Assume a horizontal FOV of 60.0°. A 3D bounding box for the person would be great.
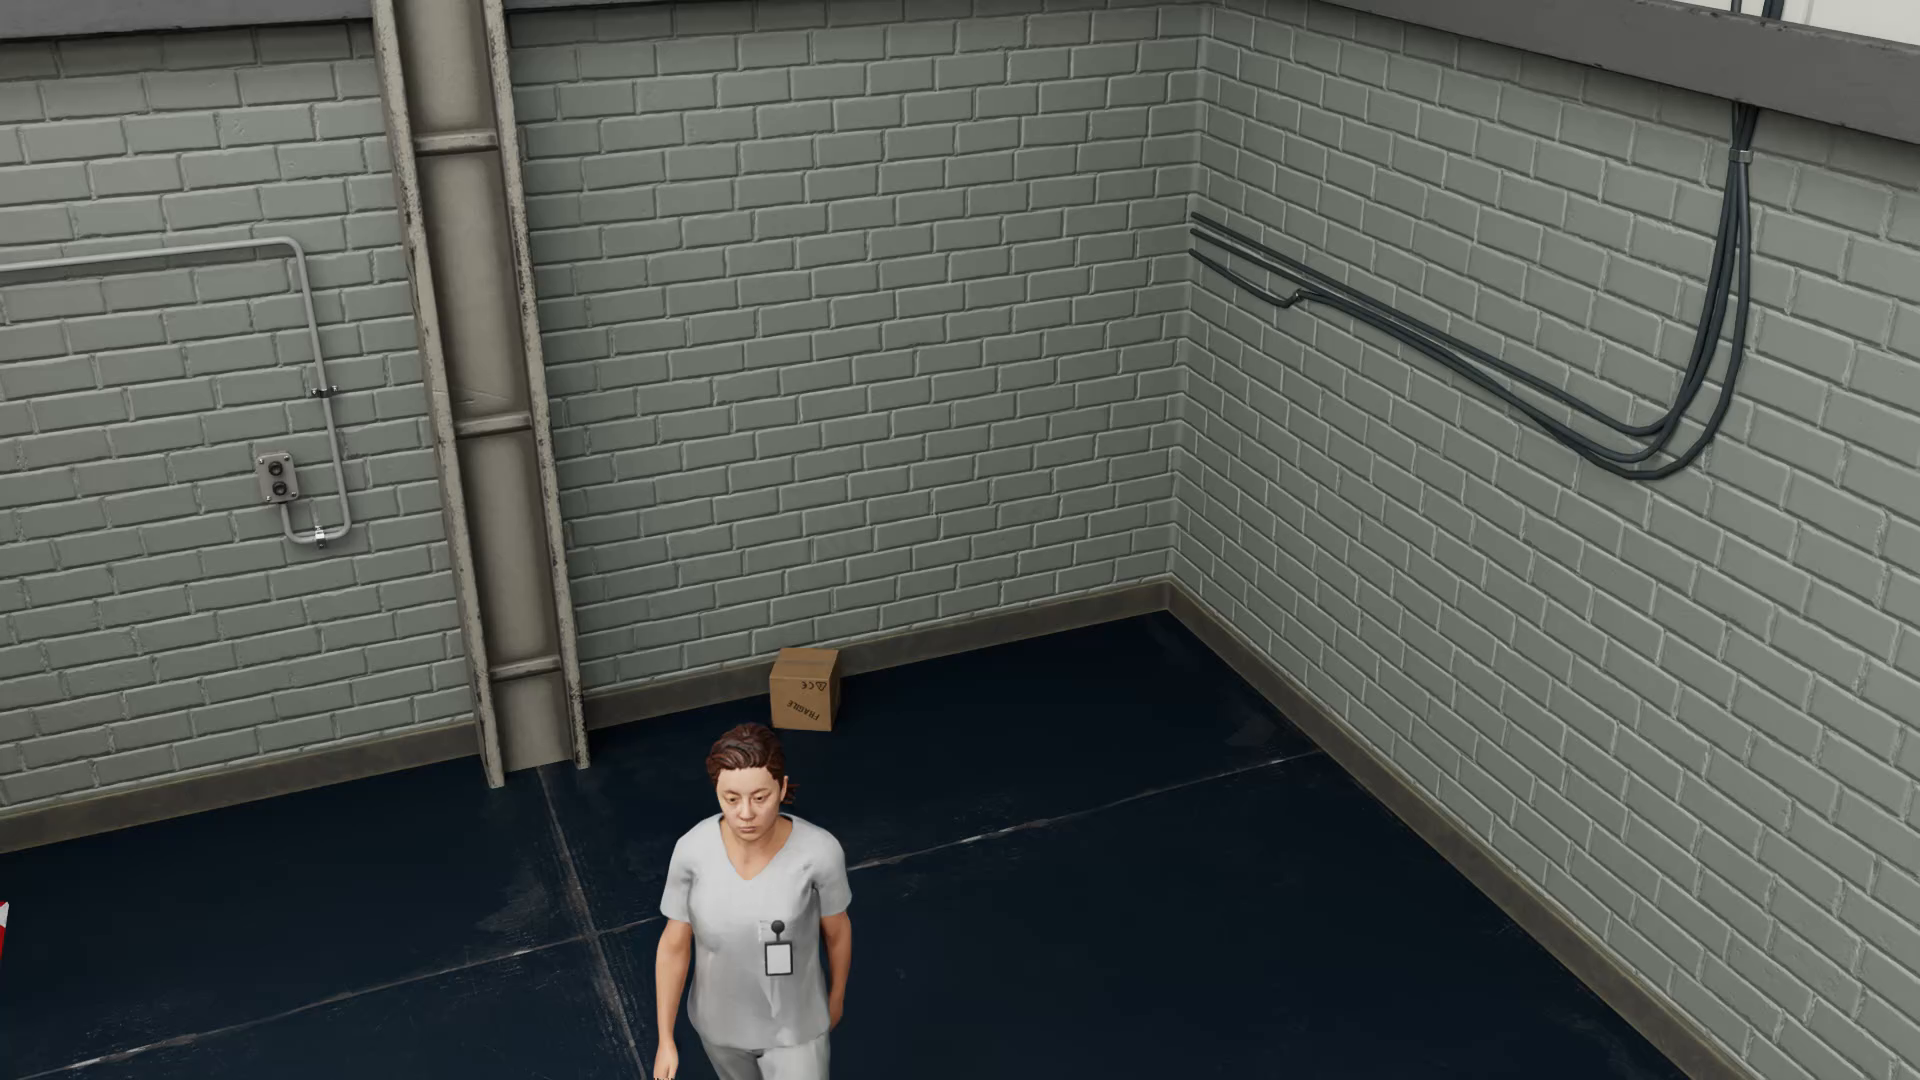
[{"bbox_3d":[-0.518,1.236,4.059,0.455,1.625,0.925,4,26,7],"label":"person"}]
